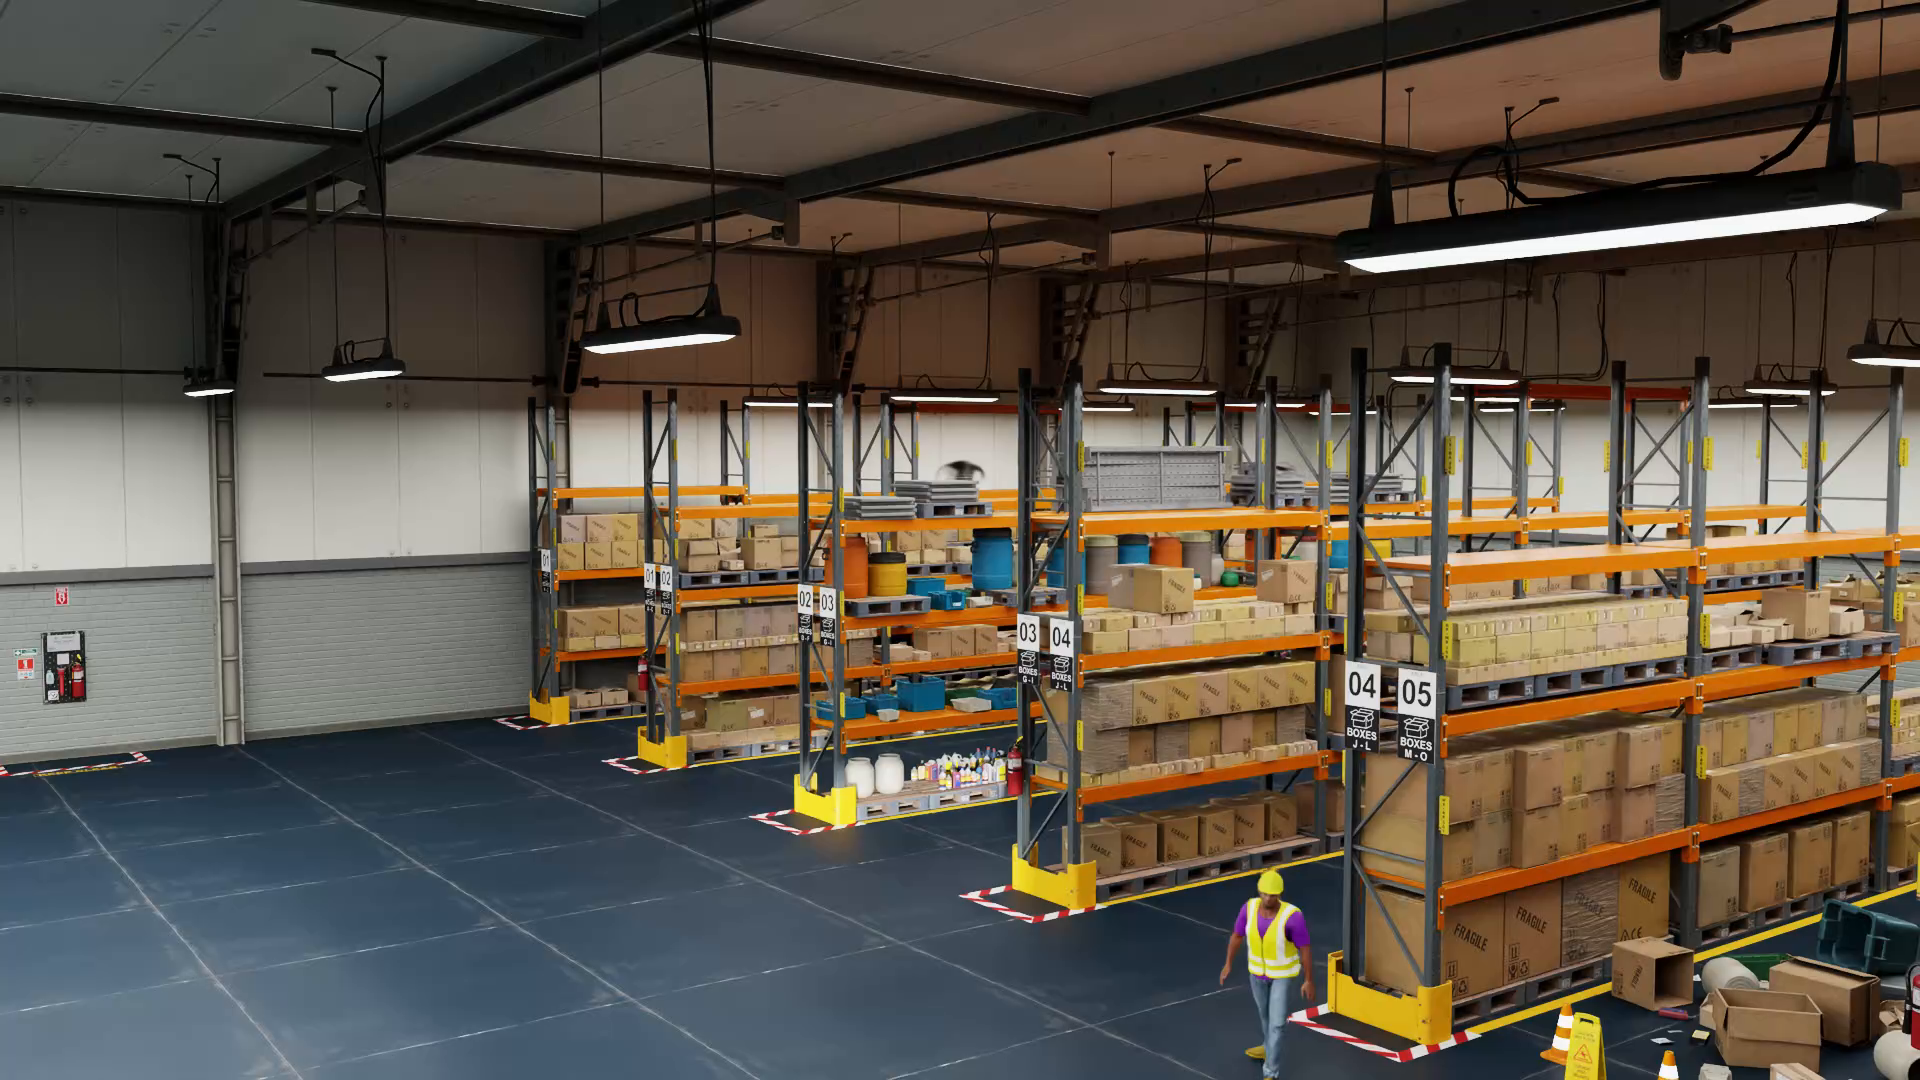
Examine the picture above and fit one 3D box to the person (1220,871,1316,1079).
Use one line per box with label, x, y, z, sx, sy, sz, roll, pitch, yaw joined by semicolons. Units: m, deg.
person;2.514;3.505;13.462;0.731;1.720;0.888;3;4;39
